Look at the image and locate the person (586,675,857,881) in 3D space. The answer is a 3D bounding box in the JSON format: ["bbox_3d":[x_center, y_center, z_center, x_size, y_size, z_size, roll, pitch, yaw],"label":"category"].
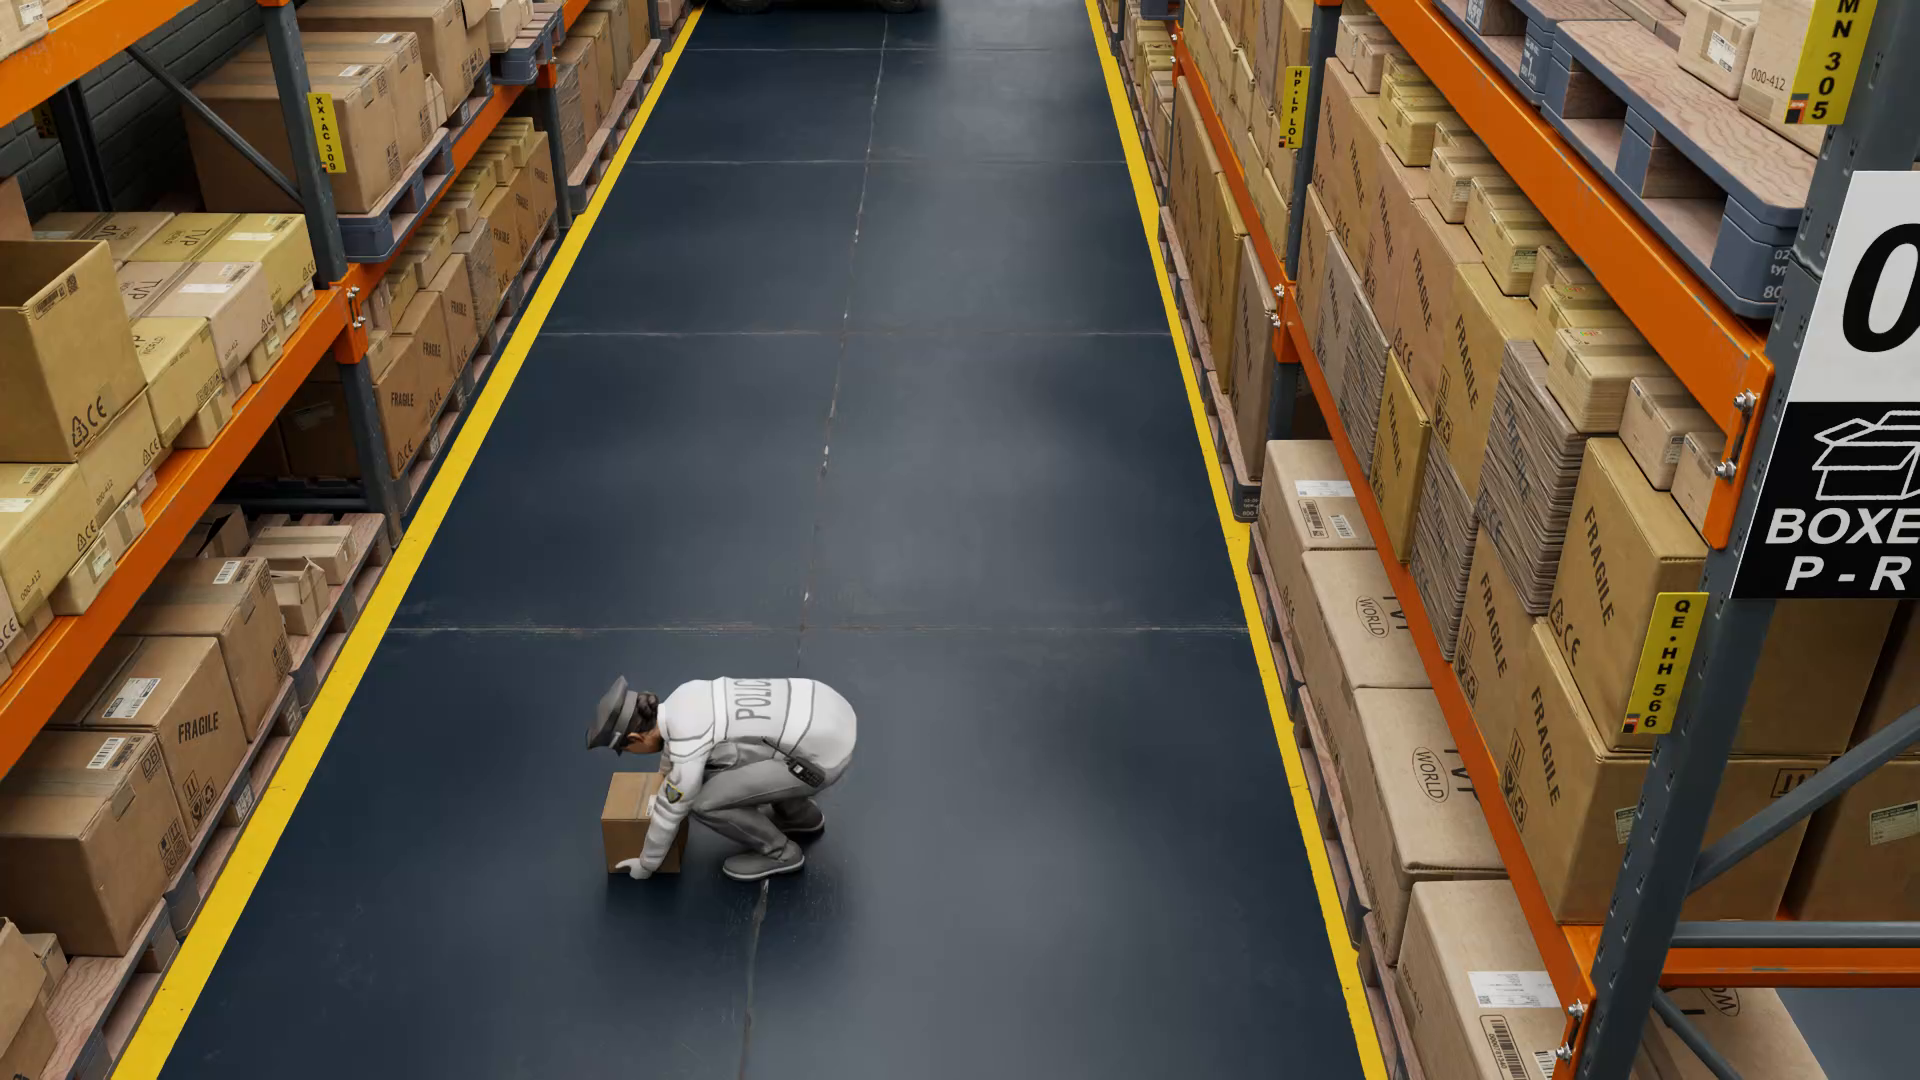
[{"bbox_3d":[-0.808,0.791,5.733,0.910,0.773,0.449,-1,32,-1],"label":"person"}]
